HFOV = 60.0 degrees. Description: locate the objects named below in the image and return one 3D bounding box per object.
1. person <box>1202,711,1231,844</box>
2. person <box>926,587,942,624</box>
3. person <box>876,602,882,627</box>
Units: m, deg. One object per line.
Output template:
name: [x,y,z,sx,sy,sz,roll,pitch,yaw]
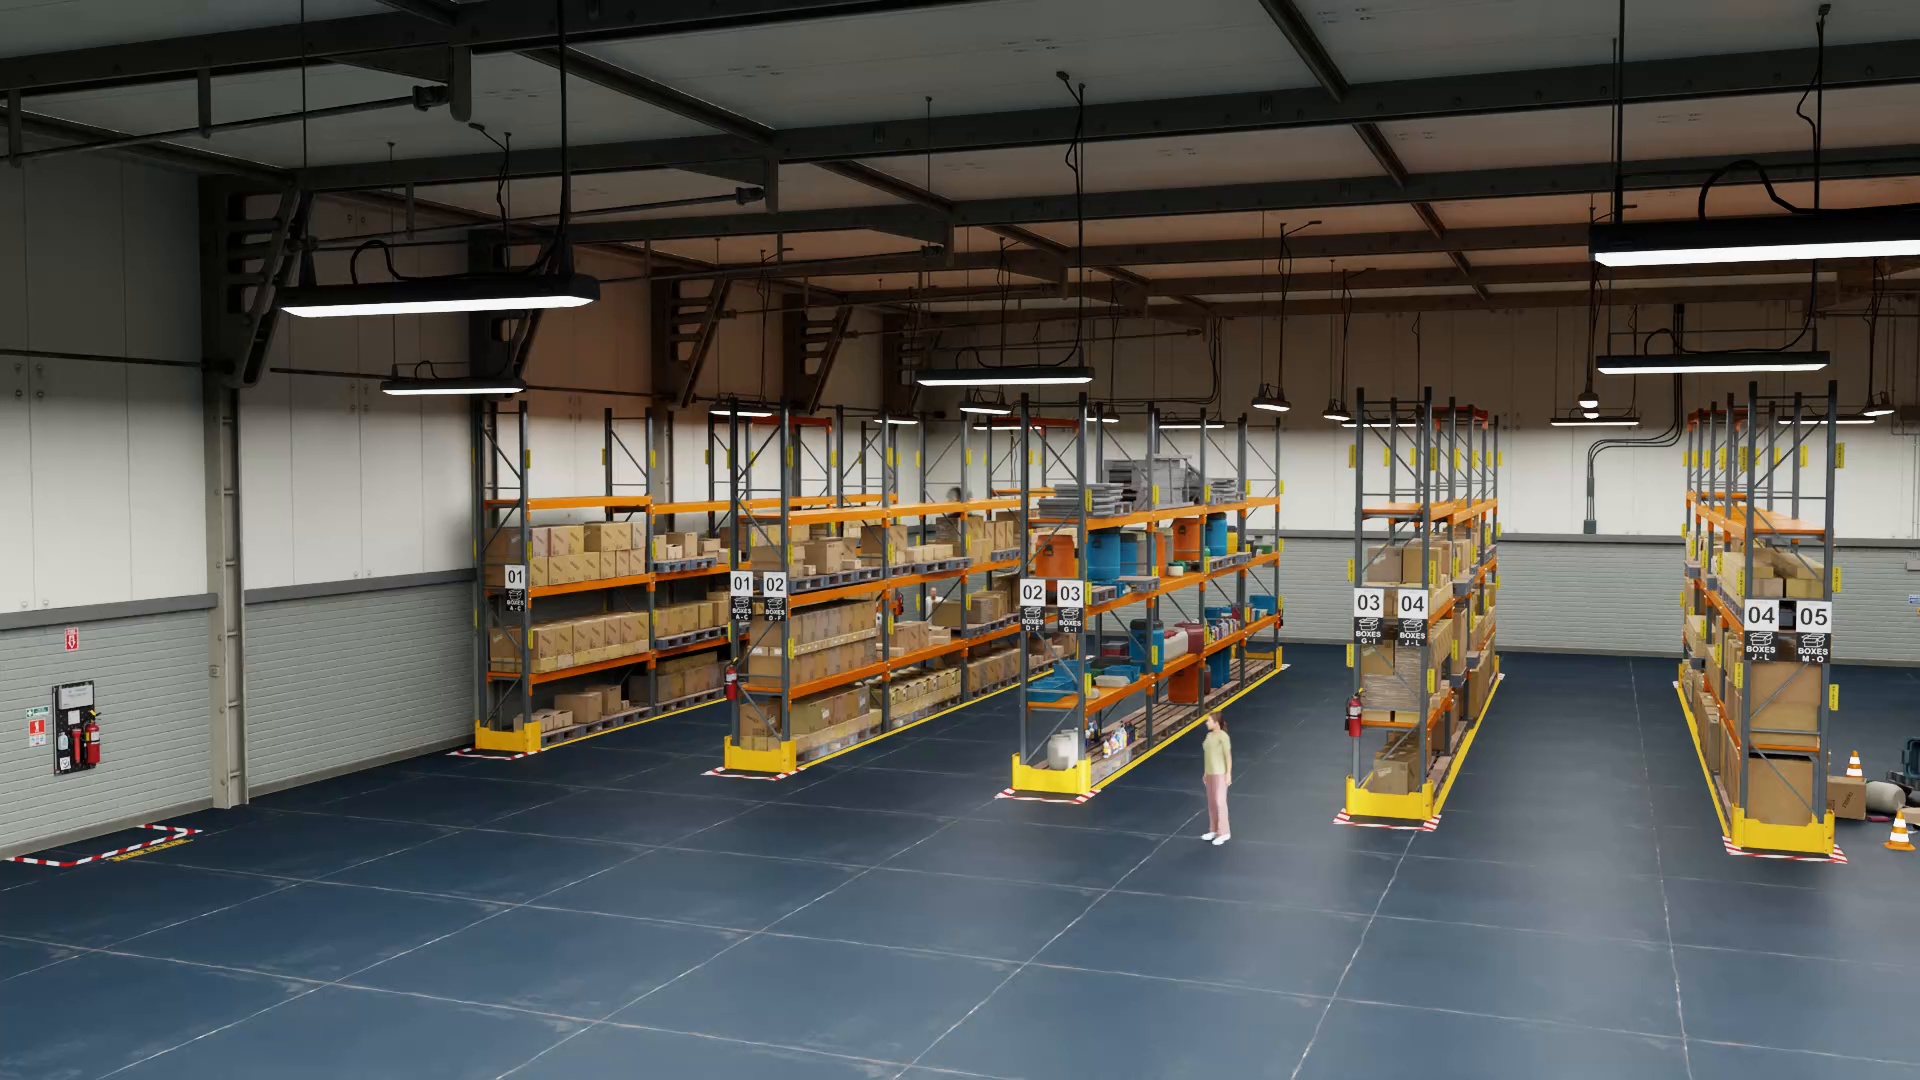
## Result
person: [3.360,3.111,21.866,0.388,1.716,0.516,-1,3,-25]
person: [-0.702,2.113,42.370,0.709,1.815,0.935,1,3,19]
person: [-1.980,2.275,38.804,0.454,1.653,0.665,1,3,18]
